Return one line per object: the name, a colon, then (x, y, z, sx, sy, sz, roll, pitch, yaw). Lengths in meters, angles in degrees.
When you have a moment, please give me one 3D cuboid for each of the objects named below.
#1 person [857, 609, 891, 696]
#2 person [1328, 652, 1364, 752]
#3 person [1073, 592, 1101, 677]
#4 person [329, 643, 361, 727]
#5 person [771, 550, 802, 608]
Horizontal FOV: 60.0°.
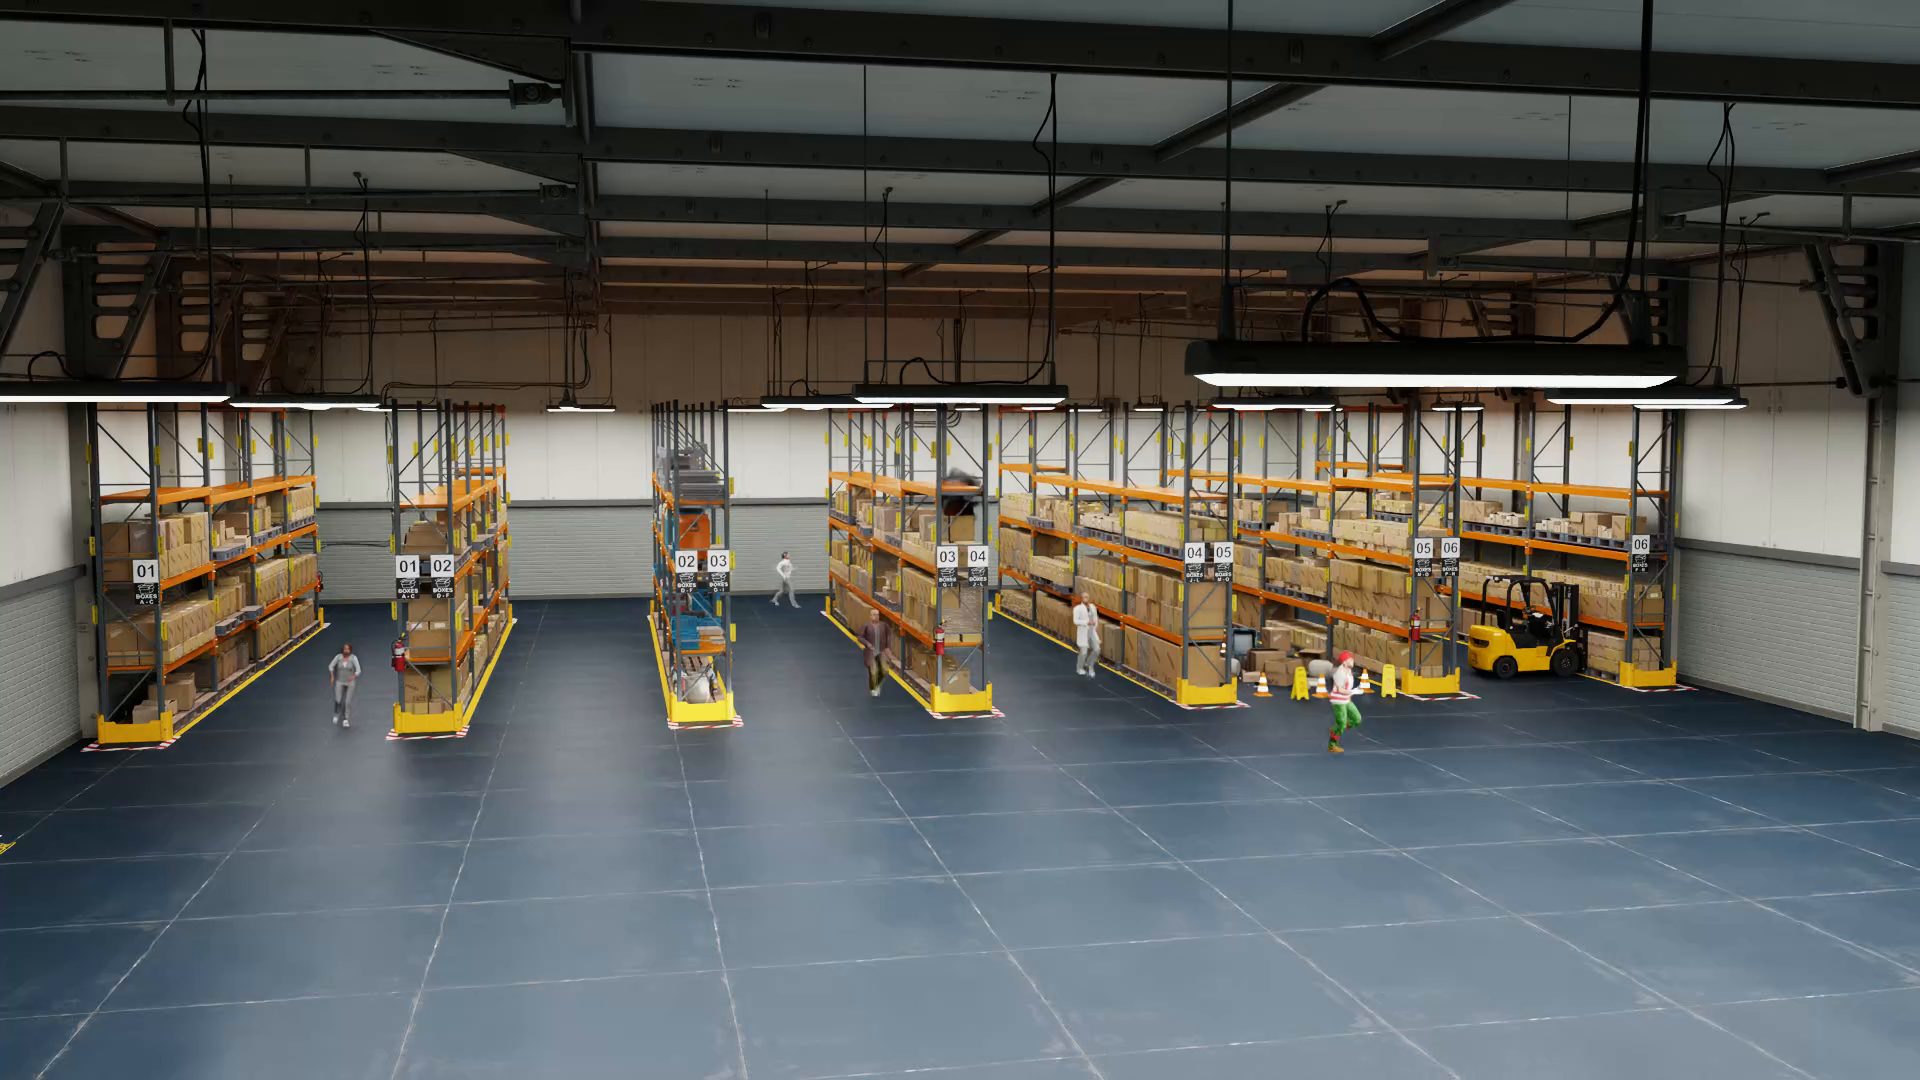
person: (-1.622, 2.185, 32.130, 0.713, 1.709, 0.665, -1, 5, -18)
person: (6.519, 2.737, 28.052, 0.657, 1.728, 0.707, 3, 5, 32)
person: (2.676, 1.992, 34.719, 0.706, 1.793, 0.714, -2, 5, -26)
person: (-11.242, 2.651, 30.395, 0.553, 1.563, 0.613, -1, 5, -18)
person: (-5.127, 1.152, 49.148, 0.899, 1.702, 0.602, 0, 4, 3)
